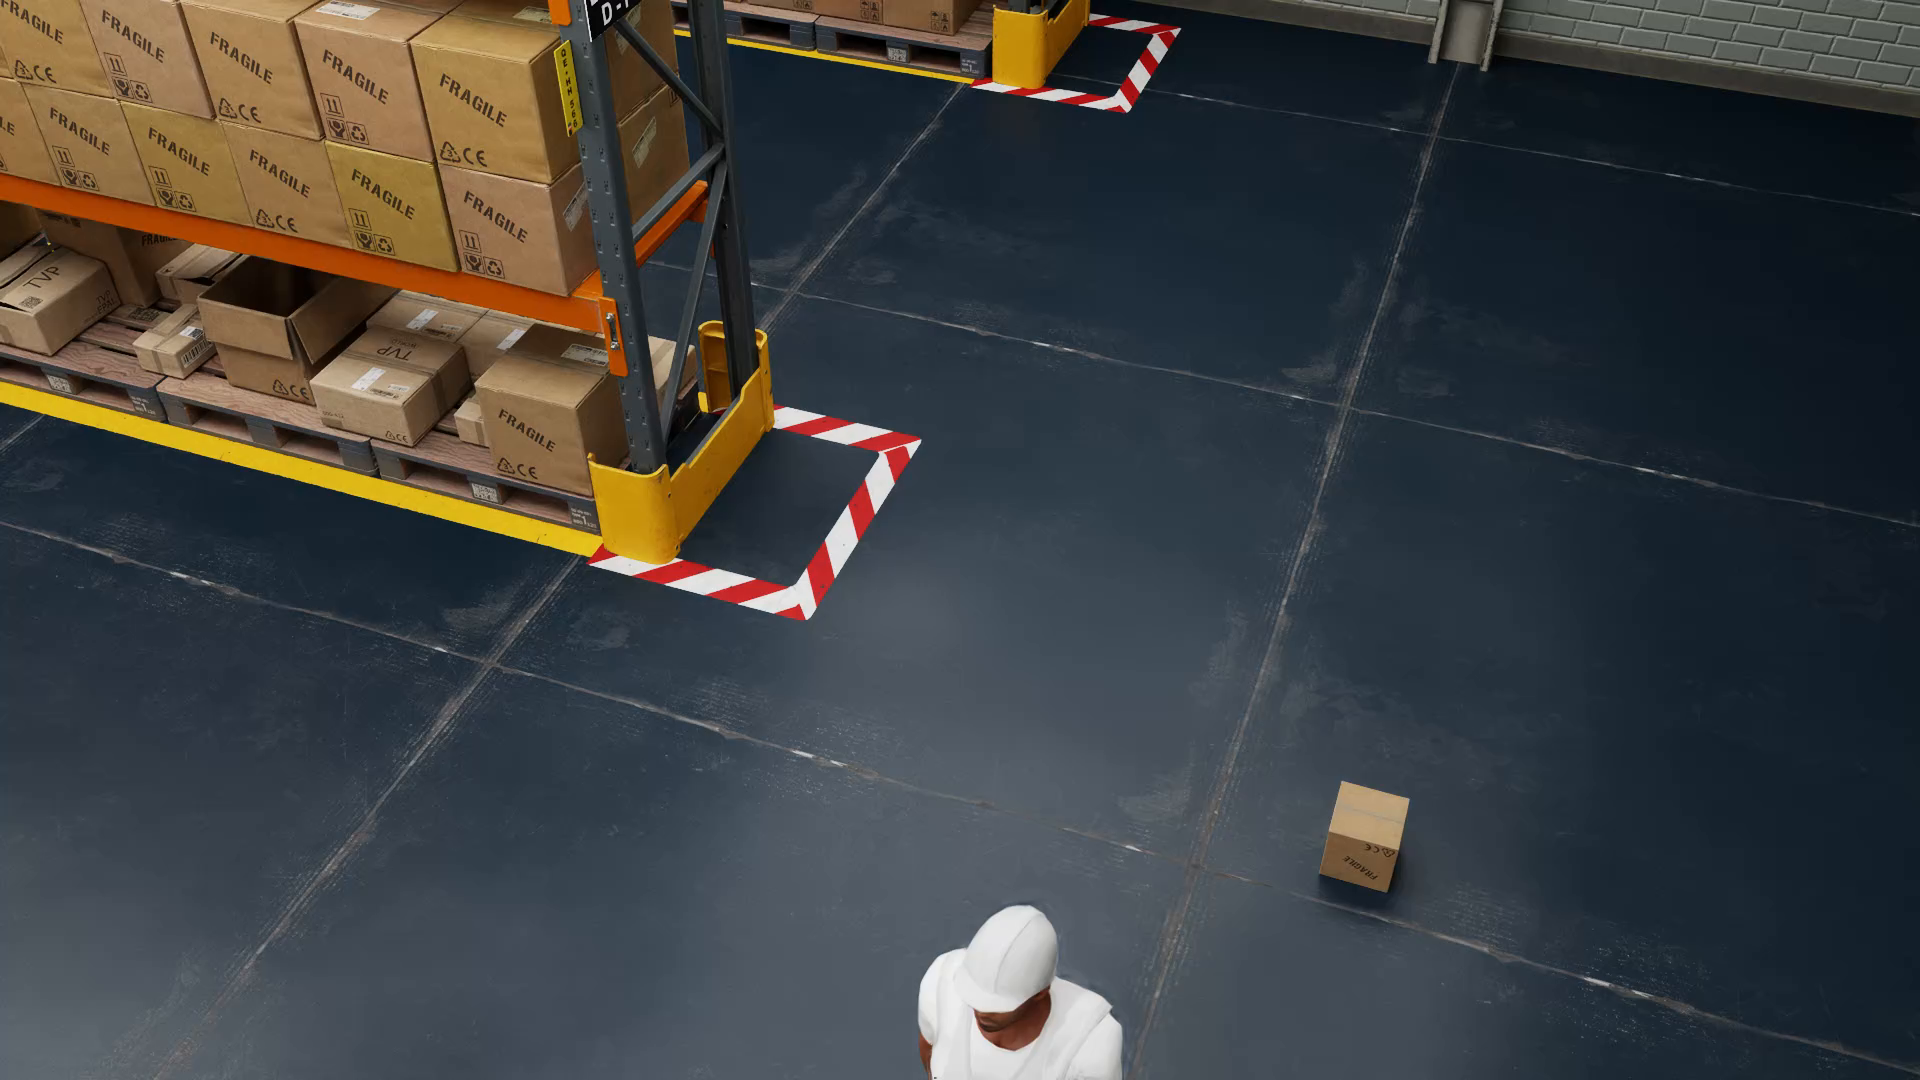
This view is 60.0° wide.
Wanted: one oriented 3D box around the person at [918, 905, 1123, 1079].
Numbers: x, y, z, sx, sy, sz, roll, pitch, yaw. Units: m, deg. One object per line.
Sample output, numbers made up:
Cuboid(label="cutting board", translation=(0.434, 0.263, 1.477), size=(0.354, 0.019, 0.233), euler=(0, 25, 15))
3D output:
Cuboid(label="person", translation=(0.143, 1.532, 4.361), size=(0.576, 1.746, 0.707), euler=(15, 43, 17))
